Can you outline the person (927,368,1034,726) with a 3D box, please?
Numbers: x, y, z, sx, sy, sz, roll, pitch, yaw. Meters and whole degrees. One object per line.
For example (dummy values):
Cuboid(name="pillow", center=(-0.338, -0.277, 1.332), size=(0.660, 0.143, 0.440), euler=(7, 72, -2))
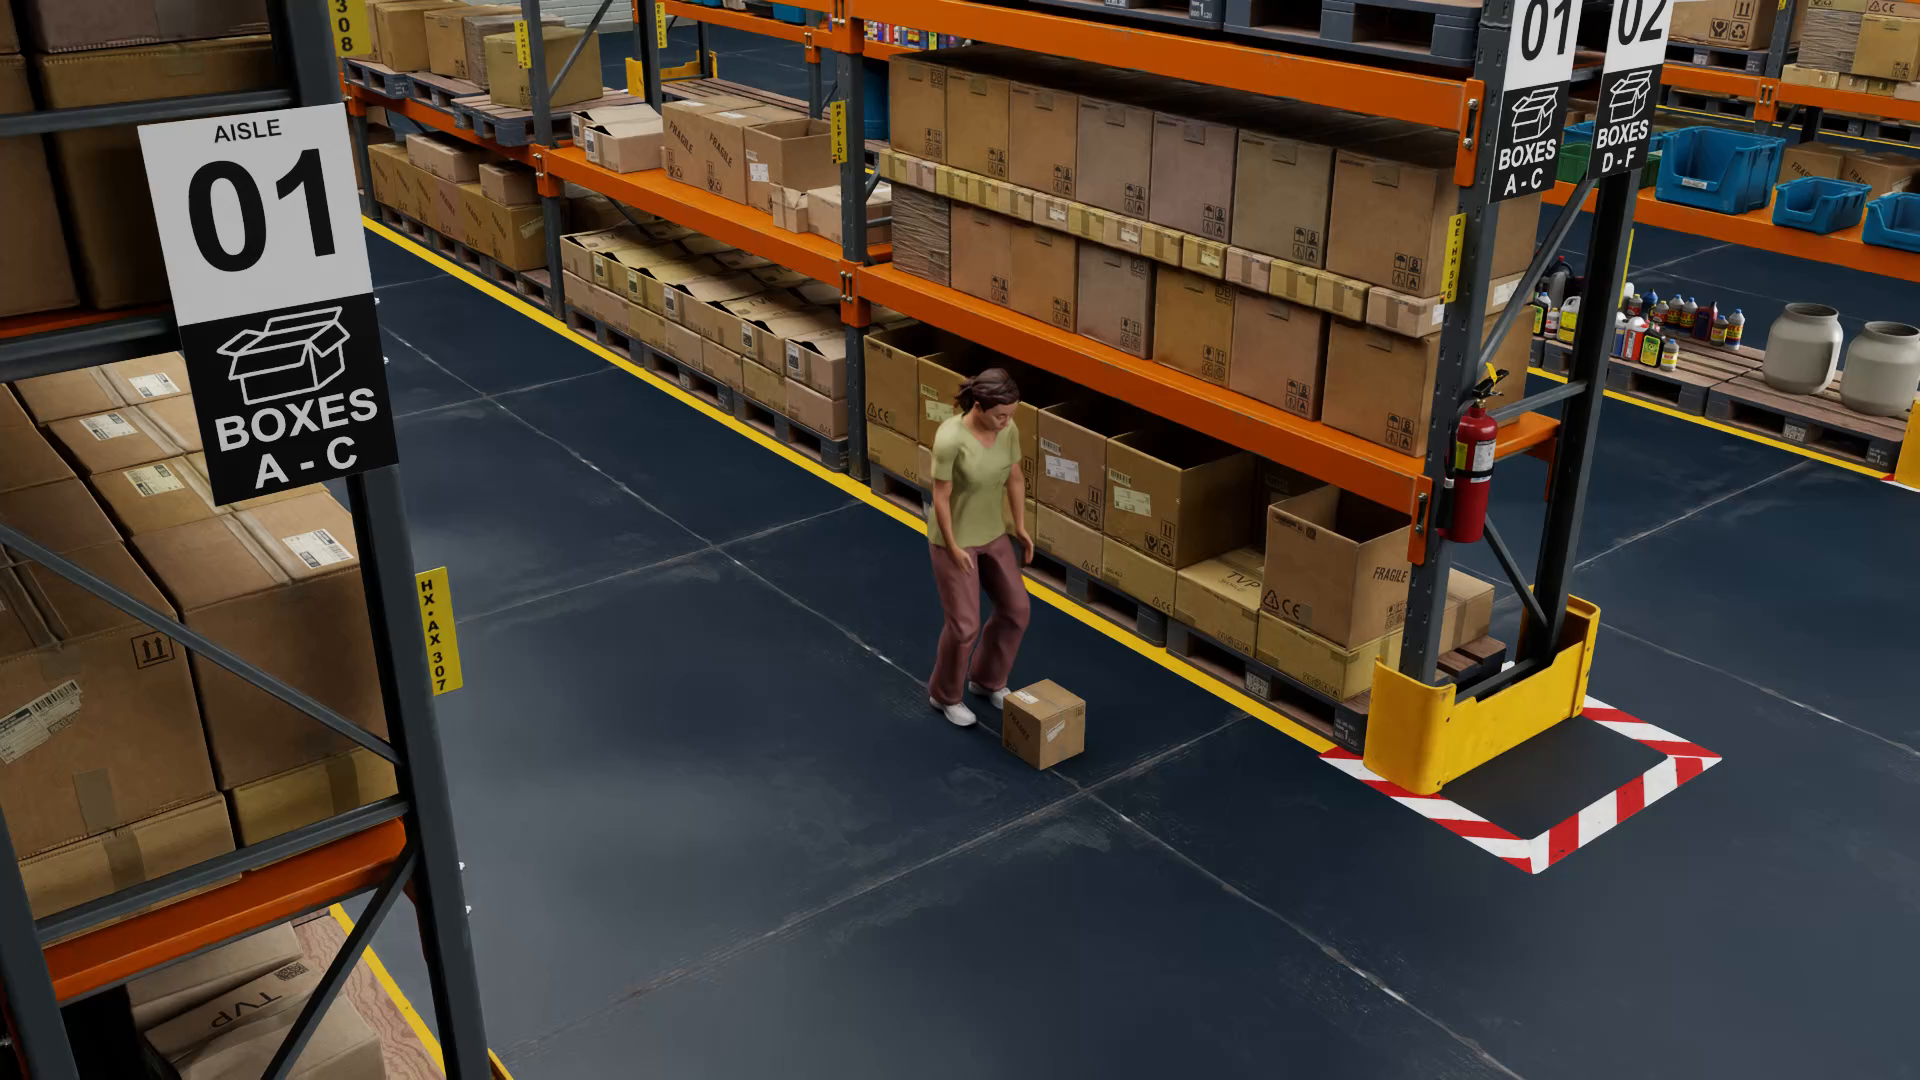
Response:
Cuboid(name="person", center=(0.088, 0.030, 7.146), size=(0.474, 1.569, 0.406), euler=(-17, 30, -33))
